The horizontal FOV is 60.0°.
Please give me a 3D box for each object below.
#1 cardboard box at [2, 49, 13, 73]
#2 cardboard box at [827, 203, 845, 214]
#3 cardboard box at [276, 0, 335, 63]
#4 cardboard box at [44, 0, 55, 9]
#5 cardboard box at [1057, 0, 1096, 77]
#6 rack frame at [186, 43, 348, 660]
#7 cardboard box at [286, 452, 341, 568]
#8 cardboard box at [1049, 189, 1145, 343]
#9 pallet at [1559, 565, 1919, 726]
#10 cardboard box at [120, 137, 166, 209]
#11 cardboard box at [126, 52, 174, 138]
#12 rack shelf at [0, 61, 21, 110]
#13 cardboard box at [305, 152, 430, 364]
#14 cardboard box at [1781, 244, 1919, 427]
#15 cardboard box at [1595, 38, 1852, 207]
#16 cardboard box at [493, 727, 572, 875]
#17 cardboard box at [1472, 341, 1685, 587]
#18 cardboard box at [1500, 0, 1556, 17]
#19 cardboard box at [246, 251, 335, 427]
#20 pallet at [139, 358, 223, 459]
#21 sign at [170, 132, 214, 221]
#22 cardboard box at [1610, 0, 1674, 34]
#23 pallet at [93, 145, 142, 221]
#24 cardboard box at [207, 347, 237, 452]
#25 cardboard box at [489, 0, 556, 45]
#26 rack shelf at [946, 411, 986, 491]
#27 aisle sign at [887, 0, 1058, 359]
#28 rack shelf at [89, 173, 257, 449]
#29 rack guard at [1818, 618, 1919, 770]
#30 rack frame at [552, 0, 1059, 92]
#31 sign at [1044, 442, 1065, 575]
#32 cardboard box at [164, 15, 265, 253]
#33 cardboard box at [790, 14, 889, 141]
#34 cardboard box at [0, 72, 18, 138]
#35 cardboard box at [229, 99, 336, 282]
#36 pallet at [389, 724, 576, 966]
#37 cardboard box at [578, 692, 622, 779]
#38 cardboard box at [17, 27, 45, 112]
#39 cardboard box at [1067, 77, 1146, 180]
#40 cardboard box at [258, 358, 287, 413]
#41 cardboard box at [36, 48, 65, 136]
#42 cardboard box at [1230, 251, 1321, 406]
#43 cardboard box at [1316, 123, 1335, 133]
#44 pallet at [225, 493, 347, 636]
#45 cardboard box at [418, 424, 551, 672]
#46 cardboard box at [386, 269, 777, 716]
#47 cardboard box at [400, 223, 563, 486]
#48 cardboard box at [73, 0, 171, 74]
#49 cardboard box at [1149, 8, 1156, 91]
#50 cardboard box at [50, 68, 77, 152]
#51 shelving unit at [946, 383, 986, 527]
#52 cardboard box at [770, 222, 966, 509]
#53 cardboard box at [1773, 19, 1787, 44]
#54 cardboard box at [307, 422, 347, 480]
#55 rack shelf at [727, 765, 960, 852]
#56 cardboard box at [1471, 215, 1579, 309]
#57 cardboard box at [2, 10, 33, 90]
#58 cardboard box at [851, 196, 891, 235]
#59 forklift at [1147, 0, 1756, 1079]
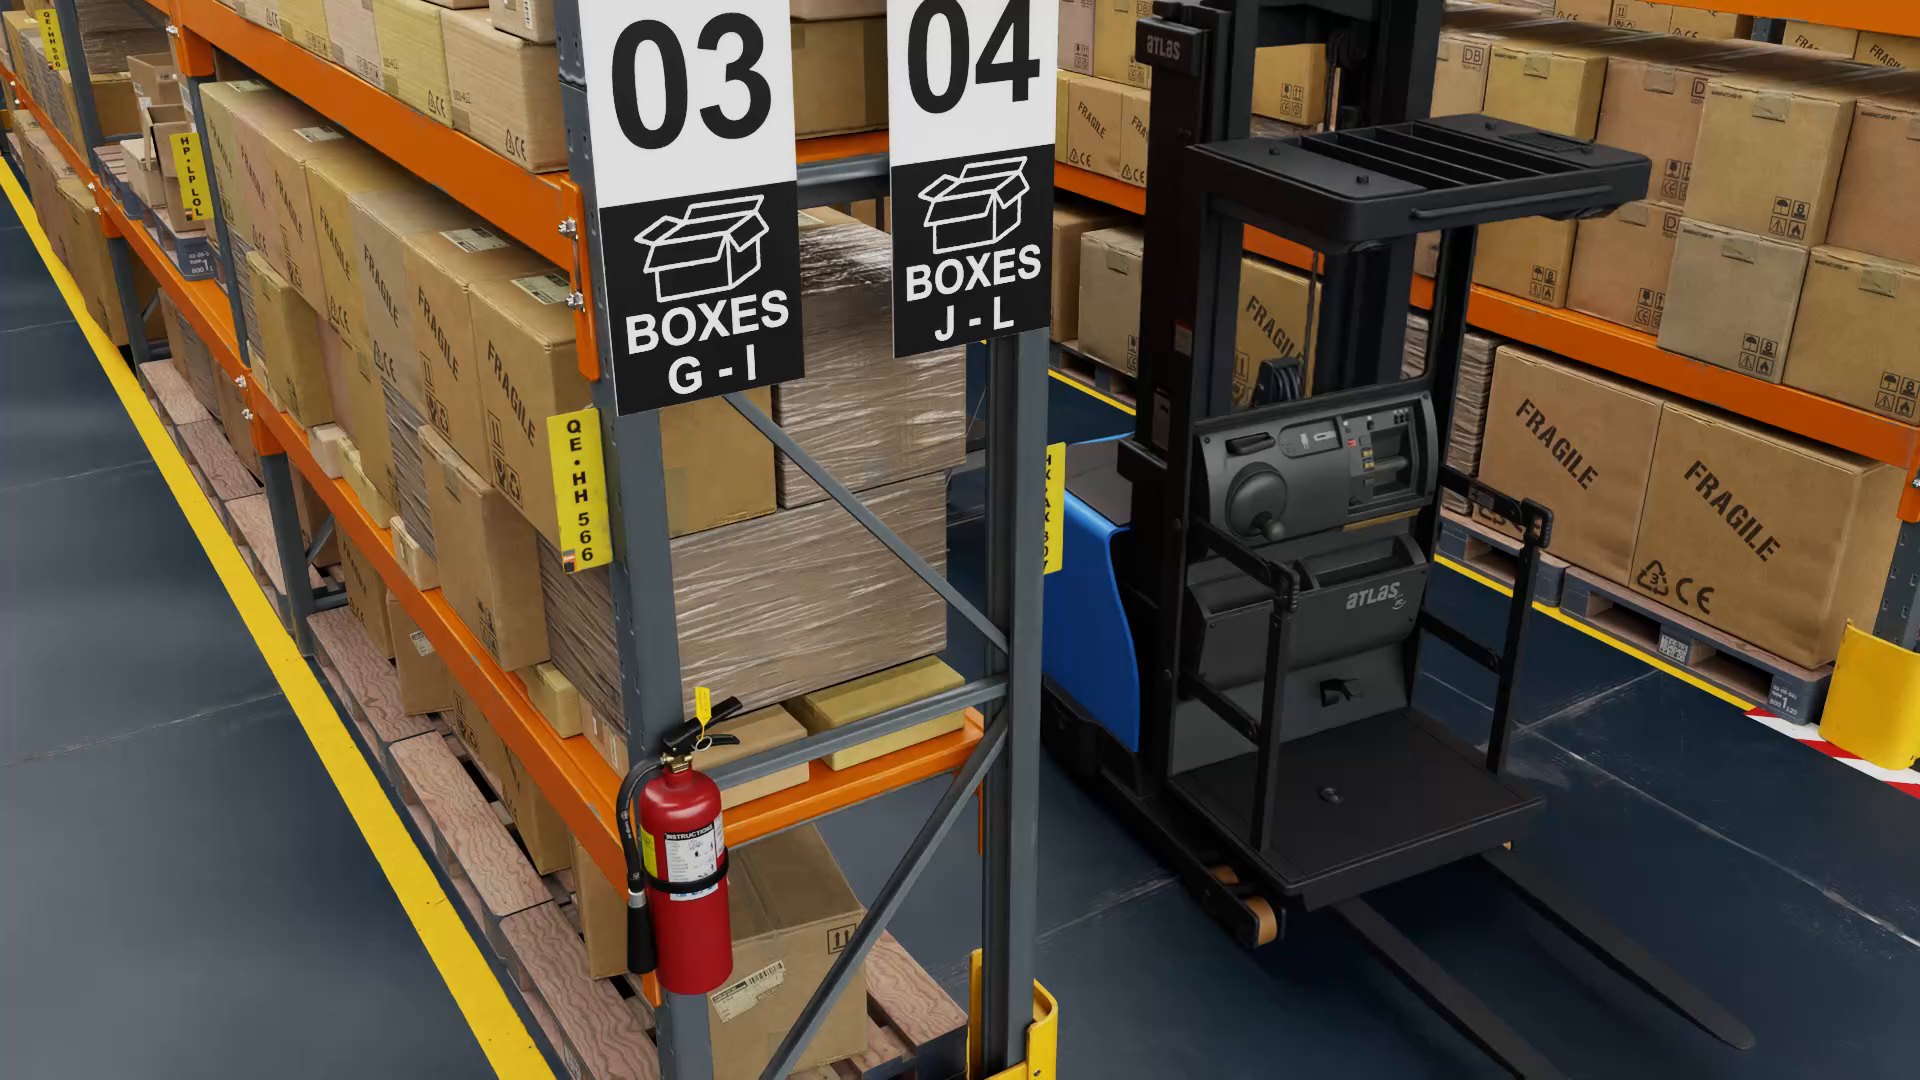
[{"bbox_3d":[-7.247,-3.760,12.994,0.380,0.149,0.250,-15,29,-29],"label":"cardboard box"},{"bbox_3d":[-0.990,-2.763,13.026,0.500,0.500,0.500,-16,29,-30],"label":"cardboard box"},{"bbox_3d":[-1.558,-1.492,4.559,0.500,0.250,0.500,-16,30,-30],"label":"cardboard box"},{"bbox_3d":[-5.733,-3.646,11.167,0.797,0.503,0.637,-14,29,-28],"label":"cardboard box"},{"bbox_3d":[0.938,-3.137,10.092,0.700,0.500,0.500,-15,29,-29],"label":"cardboard box"},{"bbox_3d":[-2.439,-0.979,6.810,1.000,3.000,0.127,-16,29,-30],"label":"rack frame"},{"bbox_3d":[-2.756,-0.272,7.726,0.700,0.500,0.500,-18,31,-33],"label":"cardboard box"},{"bbox_3d":[0.834,-1.818,10.731,1.050,0.750,0.750,-16,29,-30],"label":"cardboard box"},{"bbox_3d":[3.453,0.325,7.314,1.003,0.211,1.213,-16,29,-30],"label":"pallet"},{"bbox_3d":[-3.901,-1.879,8.400,0.500,0.250,0.500,-16,30,-31],"label":"cardboard box"},{"bbox_3d":[-4.295,-2.461,9.340,0.500,0.500,0.500,-20,32,-36],"label":"cardboard box"},{"bbox_3d":[-7.898,-4.230,14.540,1.077,0.370,4.000,-16,29,-30],"label":"rack shelf"},{"bbox_3d":[-1.578,-0.857,4.915,0.500,0.500,0.500,-16,29,-30],"label":"cardboard box"},{"bbox_3d":[3.715,-0.858,6.378,0.875,0.550,0.550,-16,29,-30],"label":"cardboard box"},{"bbox_3d":[3.216,-1.773,7.052,0.875,0.550,0.550,-16,29,-30],"label":"cardboard box"},{"bbox_3d":[-1.263,0.731,5.625,0.500,0.500,0.500,-13,28,-25],"label":"cardboard box"},{"bbox_3d":[3.048,-0.439,7.662,0.875,0.875,0.875,-16,30,-30],"label":"cardboard box"},{"bbox_3d":[4.584,-4.320,12.930,0.500,0.500,0.500,-17,30,-31],"label":"cardboard box"},{"bbox_3d":[-2.002,-0.796,5.958,0.875,0.500,0.500,-16,29,-30],"label":"cardboard box"},{"bbox_3d":[-4.197,-0.869,9.843,1.003,0.211,1.213,-16,29,-30],"label":"pallet"},{"bbox_3d":[-2.902,-1.372,6.286,0.100,0.325,0.005,-16,29,-30],"label":"sign"},{"bbox_3d":[5.148,-3.947,12.140,0.500,0.500,0.500,-15,29,-29],"label":"cardboard box"},{"bbox_3d":[-4.145,-2.093,9.394,1.213,0.211,1.003,-16,29,-30],"label":"pallet"},{"bbox_3d":[-3.612,-0.847,8.943,0.700,0.500,0.500,-13,28,-25],"label":"cardboard box"},{"bbox_3d":[-0.669,-1.044,3.142,0.380,0.149,0.250,-16,29,-30],"label":"cardboard box"},{"bbox_3d":[-0.090,-0.363,8.232,0.431,0.518,0.480,-16,29,-30],"label":"rack shelf"},{"bbox_3d":[0.030,-0.772,3.326,0.394,0.787,0.004,-16,29,-30],"label":"aisle sign"},{"bbox_3d":[-3.531,-1.369,8.479,1.077,0.370,4.000,-16,29,-30],"label":"rack shelf"},{"bbox_3d":[3.968,0.471,6.667,1.175,0.500,0.348,-16,29,-30],"label":"rack guard"},{"bbox_3d":[-0.256,-2.261,2.499,1.000,3.000,0.127,-16,29,-30],"label":"rack frame"},{"bbox_3d":[0.199,-0.066,3.863,0.100,0.325,0.005,-16,29,-30],"label":"sign"},{"bbox_3d":[-2.756,-1.757,7.264,1.000,1.000,1.000,-15,29,-29],"label":"cardboard box"},{"bbox_3d":[-0.302,-1.070,3.664,0.500,0.250,0.500,-15,29,-28],"label":"cardboard box"},{"bbox_3d":[-8.574,-4.290,15.821,0.875,0.875,0.875,-16,29,-30],"label":"cardboard box"},{"bbox_3d":[-2.132,-1.212,5.667,0.500,0.500,0.500,-16,29,-30],"label":"cardboard box"},{"bbox_3d":[-1.373,0.951,5.989,1.003,0.211,1.213,-16,29,-30],"label":"pallet"},{"bbox_3d":[-0.720,0.422,4.137,0.380,0.149,0.250,-16,29,-30],"label":"cardboard box"},{"bbox_3d":[-6.217,-3.304,11.618,0.500,0.500,0.500,-16,30,-31],"label":"cardboard box"},{"bbox_3d":[0.987,-2.449,9.807,0.500,0.500,0.500,-16,30,-30],"label":"cardboard box"},{"bbox_3d":[-2.448,-0.626,6.357,0.380,0.149,0.250,-16,29,-30],"label":"cardboard box"},{"bbox_3d":[-5.653,-2.938,10.844,0.500,0.500,0.500,-17,30,-31],"label":"cardboard box"},{"bbox_3d":[2.056,-1.087,9.035,0.875,0.875,0.875,-15,29,-29],"label":"cardboard box"},{"bbox_3d":[2.302,-1.846,8.471,0.875,0.550,0.550,-16,29,-30],"label":"cardboard box"},{"bbox_3d":[-2.865,0.004,7.995,1.003,0.211,1.213,-16,29,-30],"label":"pallet"},{"bbox_3d":[-0.906,-0.082,4.445,0.875,0.500,0.500,-16,29,-30],"label":"cardboard box"},{"bbox_3d":[-1.309,0.009,5.117,1.144,2.239,2.984,-6,26,-13],"label":"cardboard box"},{"bbox_3d":[-1.041,-0.497,4.152,0.500,0.500,0.500,-16,29,-30],"label":"cardboard box"},{"bbox_3d":[-5.008,-3.174,10.167,0.797,0.503,0.637,-14,29,-28],"label":"cardboard box"},{"bbox_3d":[1.496,-2.772,9.321,0.700,0.500,0.500,-16,30,-30],"label":"cardboard box"},{"bbox_3d":[-5.158,-2.815,10.582,1.016,0.500,0.509,-16,30,-31],"label":"cardboard box"},{"bbox_3d":[4.739,-3.818,10.194,12.070,5.092,0.667,-16,29,-30],"label":"shelving unit"},{"bbox_3d":[-0.328,-0.440,4.032,0.500,0.500,0.500,-16,29,-30],"label":"cardboard box"},{"bbox_3d":[5.848,-3.893,12.025,0.500,0.500,0.500,-15,29,-28],"label":"cardboard box"},{"bbox_3d":[-2.042,-0.357,5.786,0.380,0.149,0.250,-16,29,-30],"label":"cardboard box"},{"bbox_3d":[-1.347,-0.003,5.418,0.831,0.071,3.687,-16,29,-30],"label":"rack shelf"},{"bbox_3d":[2.872,-1.459,7.652,0.875,0.550,0.500,-16,29,-30],"label":"cardboard box"},{"bbox_3d":[-6.765,-3.663,12.378,0.500,0.500,0.500,-15,29,-29],"label":"cardboard box"},{"bbox_3d":[-0.155,-2.463,12.098,1.050,0.750,0.750,-16,30,-30],"label":"cardboard box"},{"bbox_3d":[1.276,-0.211,5.264,1.121,2.935,3.031,-12,28,-24],"label":"forklift"}]
